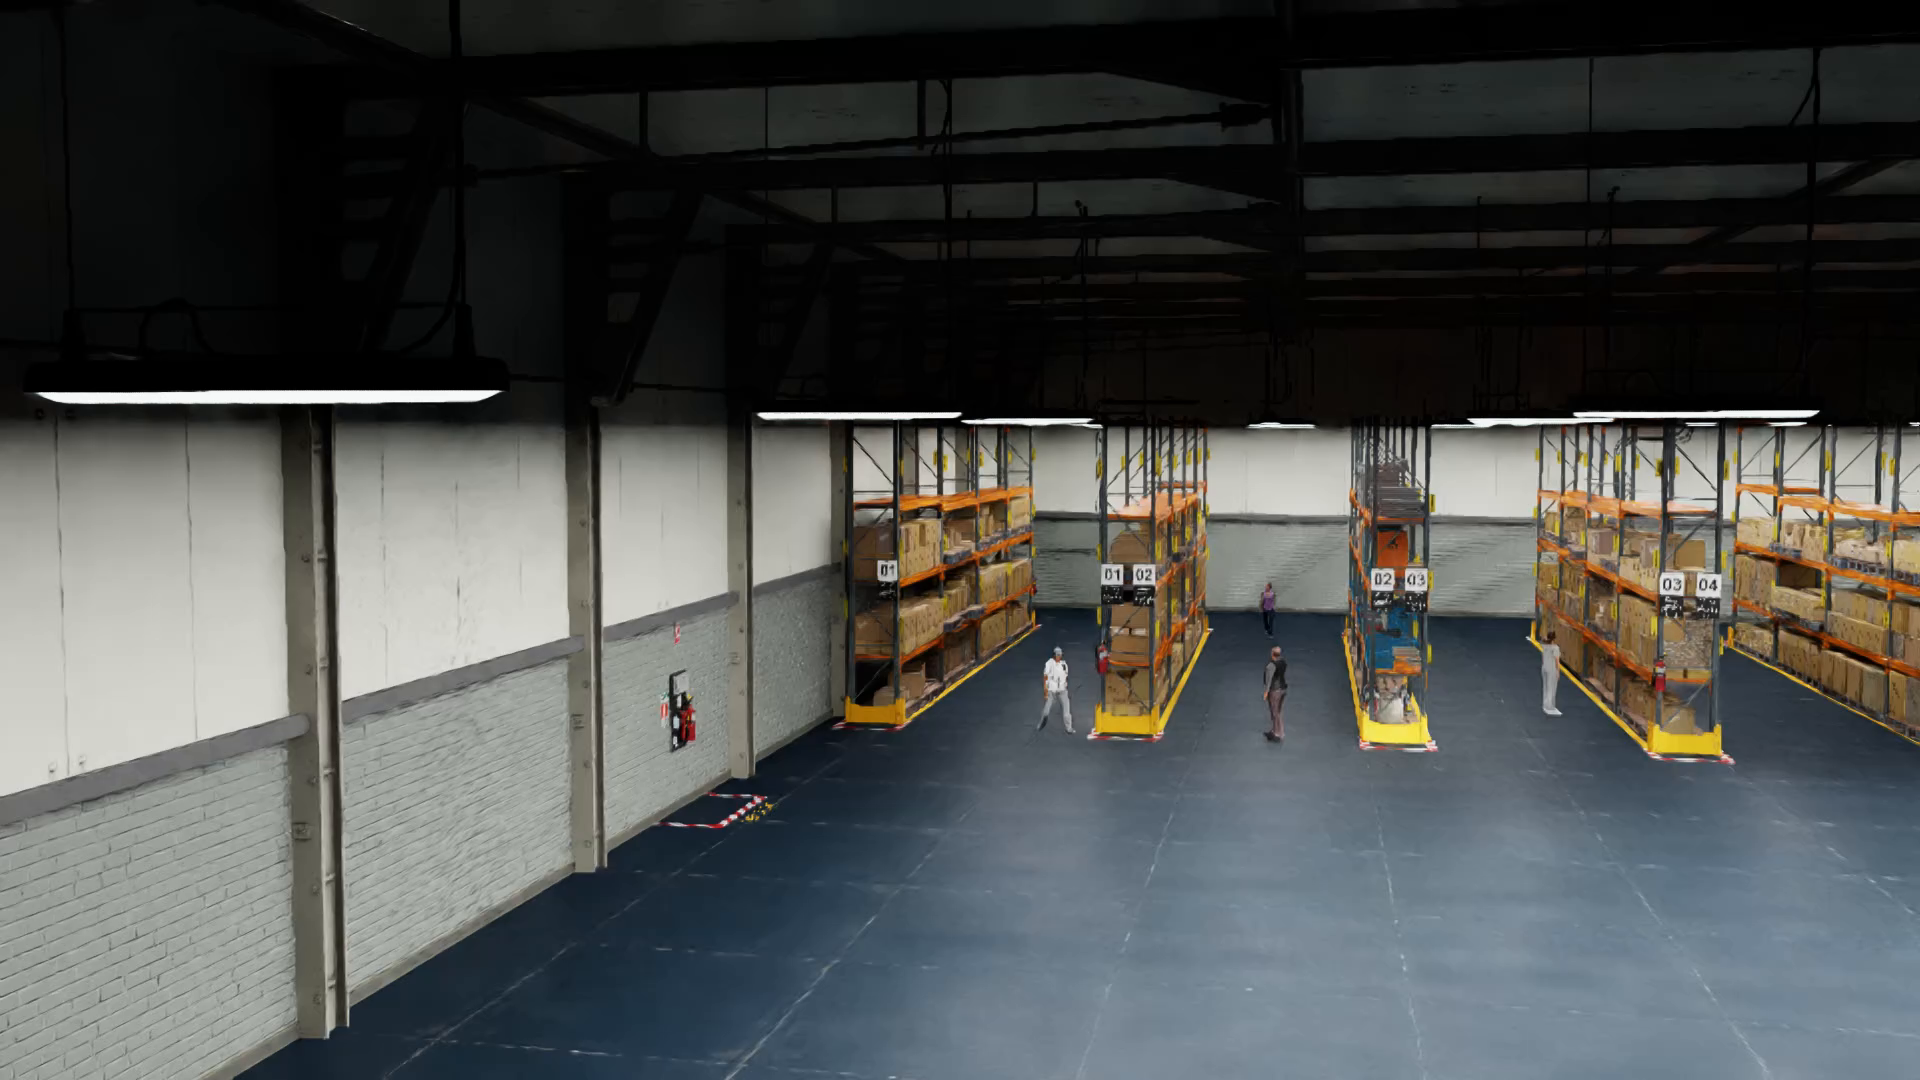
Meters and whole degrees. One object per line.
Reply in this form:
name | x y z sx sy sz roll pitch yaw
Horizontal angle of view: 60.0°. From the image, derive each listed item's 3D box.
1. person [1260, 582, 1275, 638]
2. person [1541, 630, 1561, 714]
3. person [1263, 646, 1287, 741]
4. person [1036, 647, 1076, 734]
person | 8.461 1.910 45.743 0.417 1.507 1.037 1 4 14
person | 11.914 2.645 33.444 0.441 1.675 0.496 -1 4 -20
person | 5.803 2.807 30.694 0.555 1.722 0.615 3 5 41
person | 1.799 2.818 31.336 0.598 1.624 0.913 -1 4 -12
